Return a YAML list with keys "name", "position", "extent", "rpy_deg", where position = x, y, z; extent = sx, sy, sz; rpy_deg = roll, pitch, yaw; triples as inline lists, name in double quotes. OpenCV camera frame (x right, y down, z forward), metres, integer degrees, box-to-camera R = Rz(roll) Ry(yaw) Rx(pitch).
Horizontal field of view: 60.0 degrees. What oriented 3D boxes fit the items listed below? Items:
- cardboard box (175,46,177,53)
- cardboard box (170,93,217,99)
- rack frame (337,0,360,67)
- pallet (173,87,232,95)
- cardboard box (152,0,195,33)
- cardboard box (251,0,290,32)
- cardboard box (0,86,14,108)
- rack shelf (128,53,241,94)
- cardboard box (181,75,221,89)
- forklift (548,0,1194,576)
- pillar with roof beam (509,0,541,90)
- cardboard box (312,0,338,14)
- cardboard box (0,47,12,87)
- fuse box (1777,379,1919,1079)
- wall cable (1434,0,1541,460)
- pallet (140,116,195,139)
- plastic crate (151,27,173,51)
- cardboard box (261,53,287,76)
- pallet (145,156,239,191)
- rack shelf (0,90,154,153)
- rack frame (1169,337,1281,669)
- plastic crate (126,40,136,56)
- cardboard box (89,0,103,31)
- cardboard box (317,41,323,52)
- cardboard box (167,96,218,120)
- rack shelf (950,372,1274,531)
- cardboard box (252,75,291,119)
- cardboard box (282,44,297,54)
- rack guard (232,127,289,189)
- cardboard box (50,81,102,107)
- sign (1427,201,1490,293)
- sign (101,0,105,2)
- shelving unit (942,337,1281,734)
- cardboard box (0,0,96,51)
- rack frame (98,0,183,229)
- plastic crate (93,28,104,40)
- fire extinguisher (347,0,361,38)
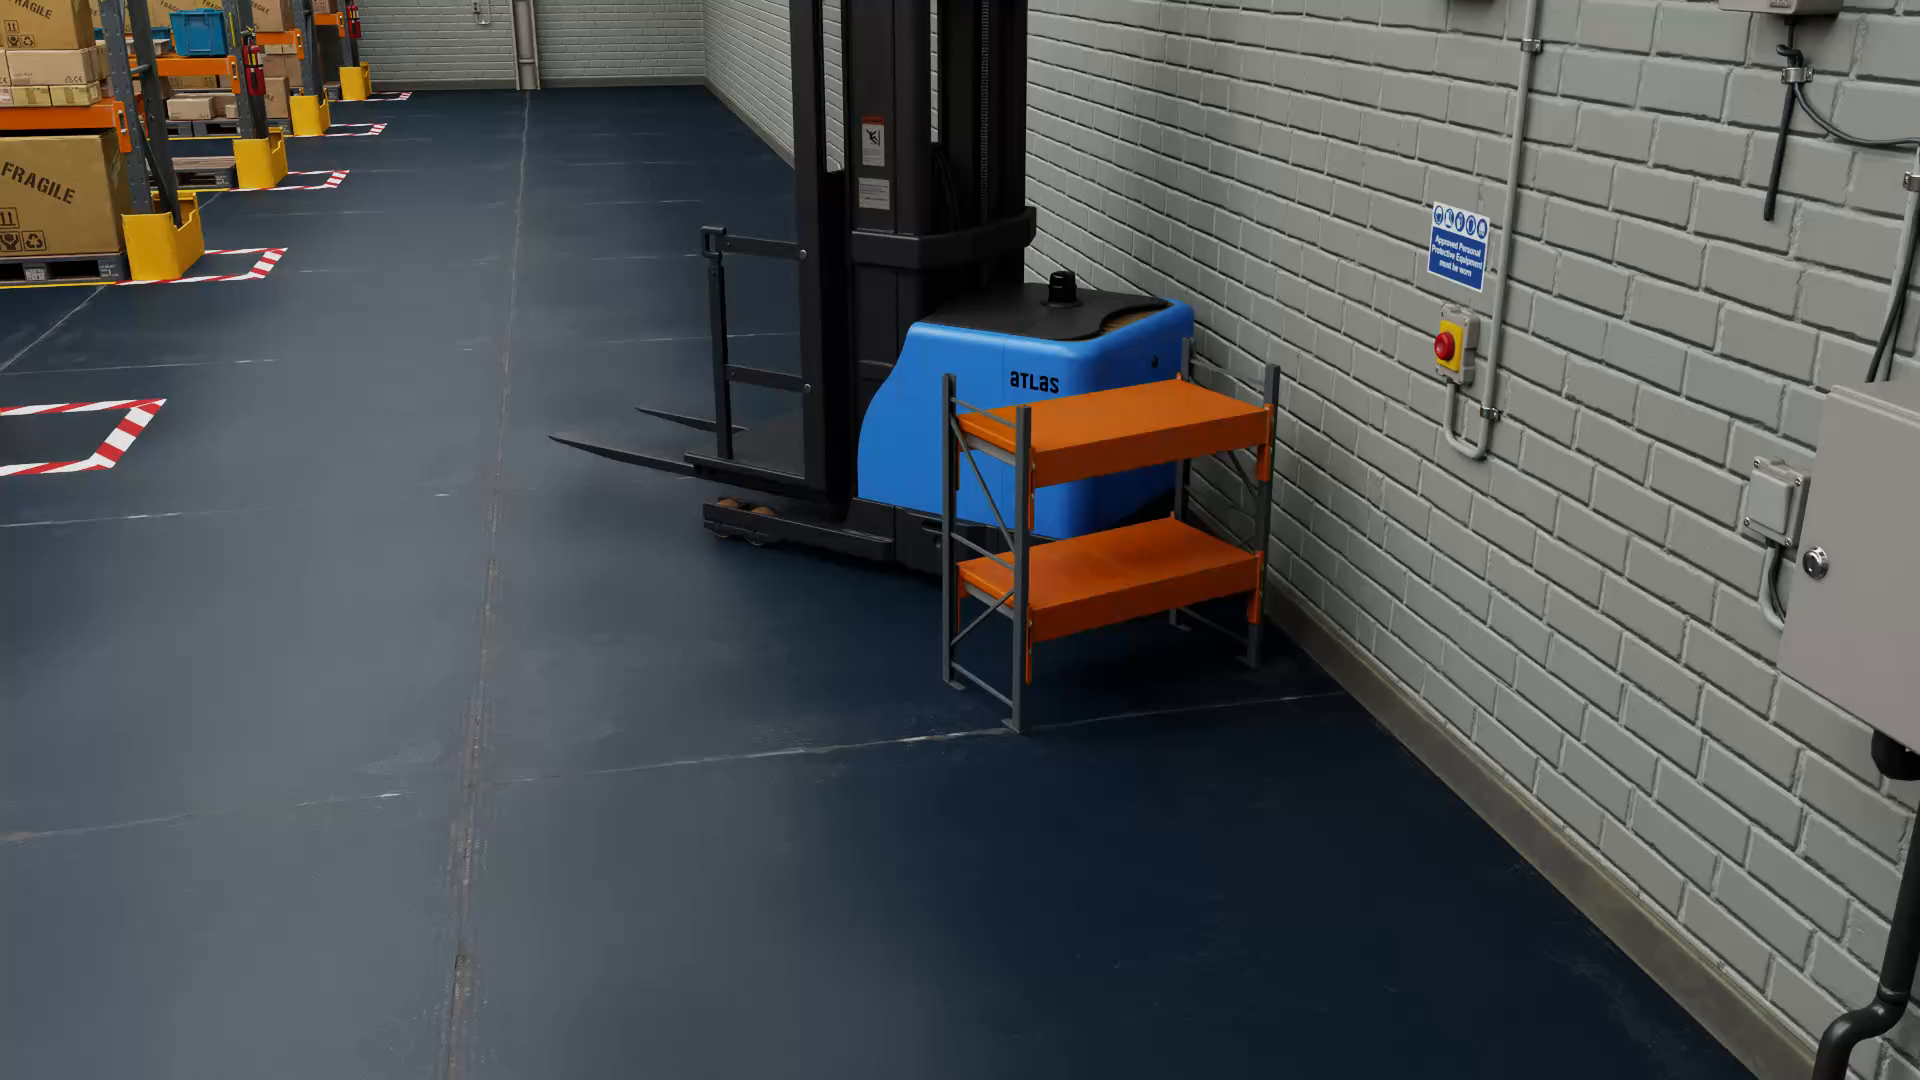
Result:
- name: "cardboard box"
  position: [-12.007, -7.609, 25.805]
  extent: [0.250, 0.149, 0.380]
  rpy_deg: [-5, 21, -14]
- name: "cardboard box"
  position: [-10.173, -5.795, 22.132]
  extent: [0.500, 0.250, 0.500]
  rpy_deg: [-5, 21, -12]
- name: "rack frame"
  position: [-9.749, -8.565, 26.335]
  extent: [0.127, 3.000, 1.000]
  rpy_deg: [-5, 21, -12]
- name: "pallet"
  position: [-11.694, -7.071, 26.310]
  extent: [1.213, 0.211, 1.003]
  rpy_deg: [-5, 21, -12]
- name: "cardboard box"
  position: [-9.970, -6.747, 21.228]
  extent: [0.500, 0.500, 0.500]
  rpy_deg: [-4, 21, -12]
- name: "cardboard box"
  position: [-8.979, -6.827, 21.446]
  extent: [0.500, 0.500, 0.500]
  rpy_deg: [-4, 20, -11]
- name: "cardboard box"
  position: [-7.099, -3.294, 12.310]
  extent: [0.250, 0.149, 0.380]
  rpy_deg: [-5, 21, -12]
- name: "rack shelf"
  position: [-9.416, -4.753, 16.973]
  extent: [4.000, 0.370, 1.077]
  rpy_deg: [-5, 21, -12]
- name: "cardboard box"
  position: [-11.901, -7.375, 26.111]
  extent: [0.500, 0.500, 0.700]
  rpy_deg: [-4, 21, -11]
- name: "forklift"
  position: [-0.534, -1.492, 7.125]
  extent: [3.031, 2.935, 1.130]
  rpy_deg: [12, 23, 30]
- name: "pillar with roof beam"
  position: [-6.330, -10.444, 22.743]
  extent: [0.400, 9.000, 9.100]
  rpy_deg: [-5, 21, -12]
- name: "cardboard box"
  position: [-10.243, -8.662, 26.164]
  extent: [0.700, 0.700, 0.980]
  rpy_deg: [-4, 20, -10]
- name: "cardboard box"
  position: [-7.234, -3.493, 12.274]
  extent: [0.500, 0.250, 0.500]
  rpy_deg: [-5, 21, -13]
- name: "fuse box"
  position: [1.774, 0.592, 3.211]
  extent: [0.414, 1.711, 0.539]
  rpy_deg: [-5, 21, -12]
- name: "wall cable"
  position: [1.433, -1.219, 4.760]
  extent: [0.123, 1.953, 0.585]
  rpy_deg: [-5, 21, -12]
- name: "pallet"
  position: [-10.640, -5.433, 21.839]
  extent: [1.213, 0.211, 1.003]
  rpy_deg: [-5, 21, -12]
- name: "plastic crate"
  position: [-8.426, -5.237, 17.406]
  extent: [0.300, 0.233, 0.416]
  rpy_deg: [-5, 21, -12]
- name: "cardboard box"
  position: [-10.894, -7.460, 26.342]
  extent: [0.500, 0.500, 0.700]
  rpy_deg: [-5, 21, -13]
- name: "pallet"
  position: [-8.281, -3.887, 17.619]
  extent: [1.213, 0.211, 1.003]
  rpy_deg: [-5, 21, -12]
- name: "rack shelf"
  position: [-8.276, -3.095, 12.448]
  extent: [4.000, 0.370, 1.077]
  rpy_deg: [-5, 21, -12]
- name: "rack frame"
  position: [0.951, -0.137, 6.053]
  extent: [0.032, 1.125, 0.500]
  rpy_deg: [-12, 23, -29]
- name: "plastic crate"
  position: [-8.507, -5.010, 16.926]
  extent: [0.243, 0.136, 0.396]
  rpy_deg: [-5, 21, -12]
- name: "cardboard box"
  position: [-10.955, -6.667, 21.008]
  extent: [0.500, 0.500, 0.500]
  rpy_deg: [-5, 21, -13]
- name: "cardboard box"
  position: [-10.332, -7.881, 26.548]
  extent: [0.250, 0.149, 0.380]
  rpy_deg: [-5, 21, -12]
- name: "cardboard box"
  position: [-10.010, -5.632, 21.686]
  extent: [0.500, 0.250, 0.500]
  rpy_deg: [-5, 21, -12]
- name: "rack shelf"
  position: [0.516, -0.321, 5.705]
  extent: [1.000, 0.278, 0.538]
  rpy_deg: [-12, 23, -29]
- name: "cardboard box"
  position: [-9.078, -5.814, 21.821]
  extent: [0.500, 0.500, 0.500]
  rpy_deg: [-5, 21, -12]
- name: "cardboard box"
  position: [-10.490, -7.733, 26.144]
  extent: [0.250, 0.149, 0.380]
  rpy_deg: [-5, 21, -13]
- name: "rack guard"
  position: [-7.449, -4.081, 17.729]
  extent: [0.348, 0.500, 1.175]
  rpy_deg: [-5, 21, -12]
- name: "cardboard box"
  position: [-6.601, -3.334, 12.421]
  extent: [0.250, 0.149, 0.380]
  rpy_deg: [-4, 21, -11]
- name: "sign"
  position: [1.481, -0.876, 4.951]
  extent: [0.001, 0.218, 0.327]
  rpy_deg: [-5, 21, -12]
- name: "sign"
  position: [-6.218, -4.063, 12.017]
  extent: [0.005, 0.325, 0.100]
  rpy_deg: [-5, 21, -12]
- name: "shelving unit"
  position: [0.516, -0.046, 5.806]
  extent: [1.048, 1.125, 0.538]
  rpy_deg: [-12, 23, -29]
- name: "cardboard box"
  position: [-6.743, -3.886, 12.256]
  extent: [0.500, 0.500, 0.500]
  rpy_deg: [-4, 21, -12]
- name: "rack frame"
  position: [-6.330, -3.591, 12.756]
  extent: [0.127, 3.000, 1.000]
  rpy_deg: [-5, 21, -12]
- name: "plastic crate"
  position: [-9.067, -5.185, 17.263]
  extent: [0.300, 0.233, 0.416]
  rpy_deg: [-5, 21, -12]
- name: "fire extinguisher"
  position: [-9.496, -8.211, 26.023]
  extent: [0.183, 0.674, 0.296]
  rpy_deg: [-5, 21, -12]
